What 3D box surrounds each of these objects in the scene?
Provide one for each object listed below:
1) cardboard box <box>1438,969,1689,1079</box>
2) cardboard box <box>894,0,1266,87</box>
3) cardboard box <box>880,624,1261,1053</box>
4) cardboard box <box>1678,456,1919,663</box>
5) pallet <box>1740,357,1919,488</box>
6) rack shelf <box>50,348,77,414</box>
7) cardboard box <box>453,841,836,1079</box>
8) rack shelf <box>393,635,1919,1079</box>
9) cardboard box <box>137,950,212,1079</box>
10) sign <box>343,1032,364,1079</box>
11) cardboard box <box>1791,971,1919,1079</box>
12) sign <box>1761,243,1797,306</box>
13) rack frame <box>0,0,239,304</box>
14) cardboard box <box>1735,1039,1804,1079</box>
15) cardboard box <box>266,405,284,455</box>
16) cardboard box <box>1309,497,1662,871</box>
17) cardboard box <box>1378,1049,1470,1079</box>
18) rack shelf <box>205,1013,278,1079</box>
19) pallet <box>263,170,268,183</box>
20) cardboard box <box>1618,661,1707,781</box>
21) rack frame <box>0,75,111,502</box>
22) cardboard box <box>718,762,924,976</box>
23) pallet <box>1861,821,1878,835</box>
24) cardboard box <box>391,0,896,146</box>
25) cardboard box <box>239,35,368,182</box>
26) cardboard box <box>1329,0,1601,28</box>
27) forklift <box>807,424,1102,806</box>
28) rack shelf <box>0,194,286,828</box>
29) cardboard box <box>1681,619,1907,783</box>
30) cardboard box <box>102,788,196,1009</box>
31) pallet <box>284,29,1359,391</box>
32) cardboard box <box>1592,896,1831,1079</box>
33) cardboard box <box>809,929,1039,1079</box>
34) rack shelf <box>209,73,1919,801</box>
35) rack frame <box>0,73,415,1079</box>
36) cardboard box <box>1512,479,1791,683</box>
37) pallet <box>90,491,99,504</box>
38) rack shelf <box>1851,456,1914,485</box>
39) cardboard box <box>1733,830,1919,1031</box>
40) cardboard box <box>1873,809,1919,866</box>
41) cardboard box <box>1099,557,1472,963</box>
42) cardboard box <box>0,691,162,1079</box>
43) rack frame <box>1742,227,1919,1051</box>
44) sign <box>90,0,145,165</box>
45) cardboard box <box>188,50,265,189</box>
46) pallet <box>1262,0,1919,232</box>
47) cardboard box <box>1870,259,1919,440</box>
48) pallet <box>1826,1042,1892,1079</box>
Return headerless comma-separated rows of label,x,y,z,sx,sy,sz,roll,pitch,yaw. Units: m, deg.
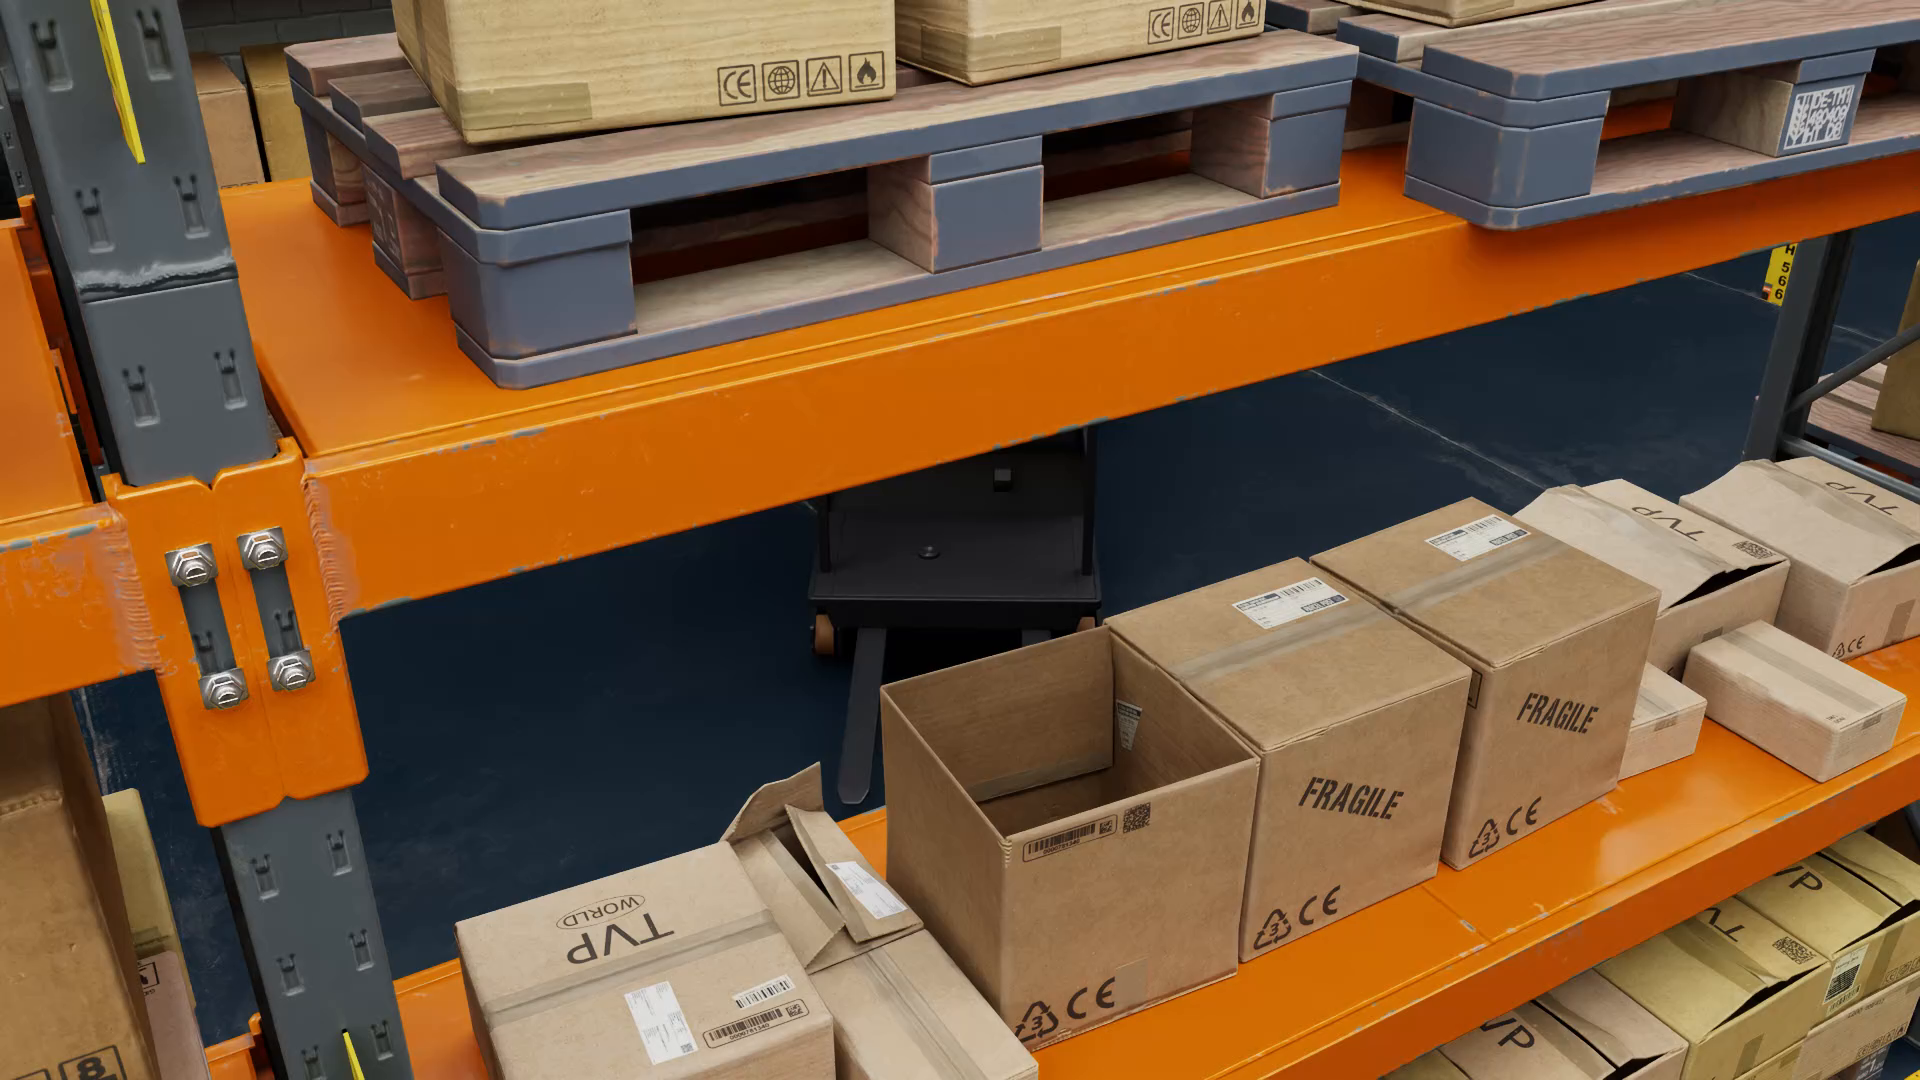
cardboard box,1.301,1.169,3.858,0.500,0.311,0.500,-16,33,-27
cardboard box,0.069,-0.823,2.253,0.500,0.250,0.500,-19,34,-31
cardboard box,0.185,0.537,3.070,0.500,0.500,0.500,-13,32,-23
cardboard box,2.173,0.021,4.199,0.500,0.311,0.500,-14,32,-23
pallet,3.058,-0.200,4.706,1.003,0.211,1.213,-16,33,-26
rack shelf,-5.177,-0.368,5.556,4.000,0.370,1.077,-16,33,-26
cardboard box,-0.537,0.818,2.819,0.500,0.250,0.500,-14,32,-23
rack shelf,0.785,0.716,3.593,4.000,0.370,1.077,-16,33,-26
cardboard box,-1.066,0.719,2.068,0.250,0.149,0.380,-16,33,-26
sign,-0.657,0.708,1.885,0.005,0.325,0.100,-16,33,-26
cardboard box,2.179,1.162,4.451,0.500,0.250,0.500,-15,32,-25
sign,2.226,-0.785,4.451,0.005,0.325,0.100,-16,33,-26
rack frame,-0.940,-1.736,1.082,0.127,3.000,1.000,-16,33,-26
cardboard box,1.736,1.290,4.220,0.500,0.250,0.500,-16,33,-27
cardboard box,-2.826,-0.457,7.106,0.500,0.500,0.700,-15,32,-25
cardboard box,1.071,0.285,3.525,0.500,0.500,0.500,-18,34,-29
cardboard box,0.868,1.291,3.637,0.500,0.311,0.500,-15,32,-25
rack shelf,-2.664,1.695,1.818,4.000,0.370,1.077,-16,33,-26
pallet,-2.720,-1.215,6.545,1.213,0.211,1.003,-16,33,-26
cardboard box,1.438,0.357,3.758,0.250,0.149,0.380,-13,32,-23
rack frame,-3.453,-1.172,6.269,0.127,3.000,1.000,-16,33,-26
cardboard box,-0.275,0.658,3.093,0.258,0.266,0.396,-17,33,-28
pallet,3.172,0.965,5.282,1.213,0.211,1.003,-16,33,-26
cardboard box,-0.404,-0.688,2.008,0.500,0.250,0.500,-12,31,-21
cardboard box,-2.511,-1.653,6.581,0.500,0.500,0.700,-12,31,-21
cardboard box,0.740,-0.983,2.544,0.500,0.250,0.500,-19,34,-30
forklift,-0.012,-0.980,5.992,1.130,2.935,3.031,1,29,1
rack shelf,-2.664,0.382,1.094,4.000,0.370,1.077,-16,33,-26
cardboard box,1.874,0.357,3.759,0.250,0.149,0.380,-16,33,-26
cardboard box,-1.269,0.548,2.378,0.250,0.149,0.380,-16,33,-26
pallet,-0.186,-0.560,2.254,1.217,0.209,0.805,-17,33,-28
cardboard box,1.737,1.047,4.080,0.500,0.311,0.500,-16,33,-27
cardboard box,-0.072,0.869,2.831,0.250,0.149,0.380,-16,33,-26
rack shelf,0.785,-0.597,2.868,4.000,0.370,1.077,-16,33,-26
rack frame,-0.940,0.891,2.532,0.127,3.000,1.000,-16,33,-26
cardboard box,1.640,0.089,4.077,0.500,0.311,0.500,-16,33,-27
pallet,-4.014,0.228,6.619,1.213,0.211,1.003,-16,33,-26
rack shelf,4.233,-0.263,5.367,4.000,0.370,1.077,-16,33,-26
cardboard box,2.182,0.917,4.315,0.500,0.311,0.500,-15,32,-25
cardboard box,3.046,0.821,4.790,0.500,0.500,0.500,-14,32,-24
cardboard box,0.617,0.414,3.292,0.500,0.500,0.500,-16,33,-26
cardboard box,-1.319,0.390,1.992,0.500,0.500,0.700,-16,33,-26
rack frame,2.509,-0.089,4.306,0.127,3.000,1.000,-16,33,-26
sign,-0.657,-0.453,1.245,0.005,0.325,0.100,-16,33,-26
cardboard box,-2.996,-1.519,6.339,0.500,0.500,0.700,-16,33,-26
pallet,1.007,-0.841,2.760,1.213,0.211,1.003,-14,32,-24
cardboard box,2.995,-0.517,4.545,0.700,0.500,0.500,22,36,34
pallet,1.779,1.318,4.644,1.213,0.211,1.003,-16,33,-26
